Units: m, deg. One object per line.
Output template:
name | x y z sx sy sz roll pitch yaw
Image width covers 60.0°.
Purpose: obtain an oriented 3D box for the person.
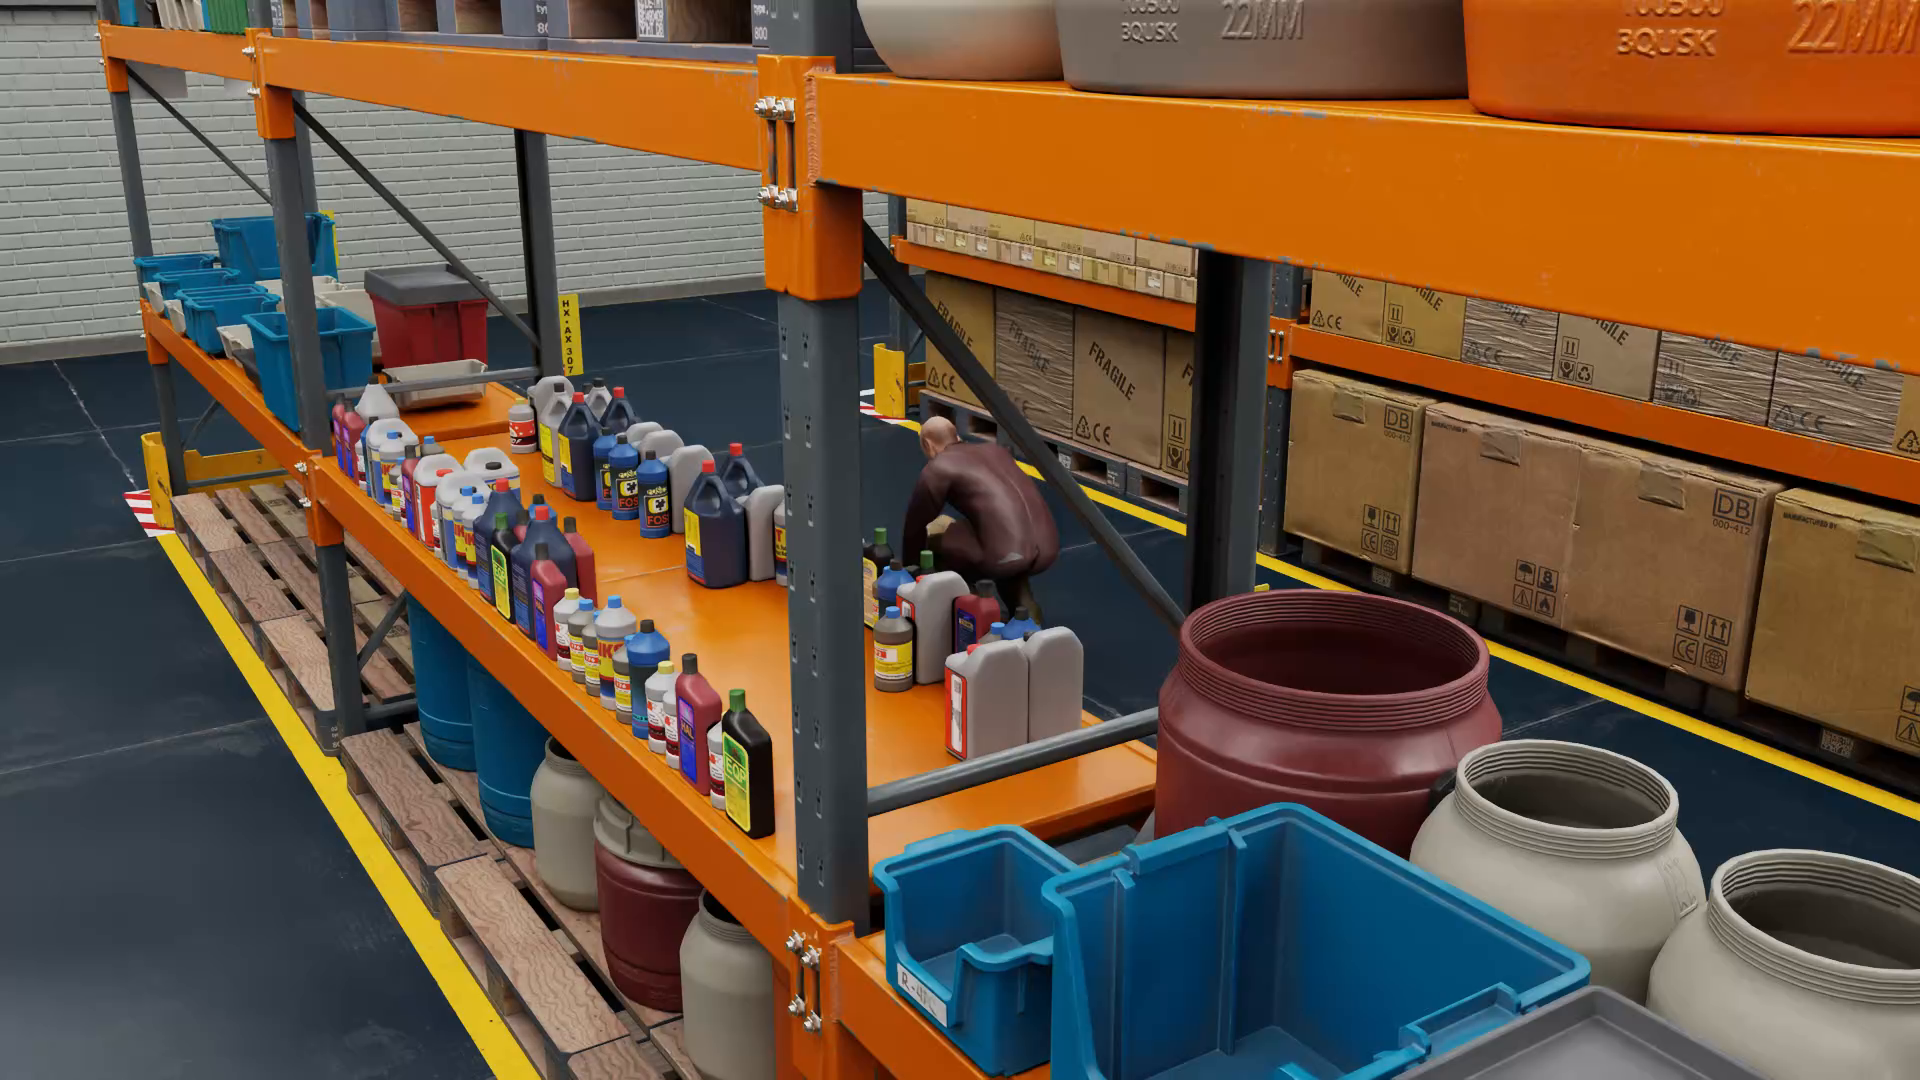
person | 0.109 -0.105 7.855 0.611 0.681 0.824 -11 21 -32
